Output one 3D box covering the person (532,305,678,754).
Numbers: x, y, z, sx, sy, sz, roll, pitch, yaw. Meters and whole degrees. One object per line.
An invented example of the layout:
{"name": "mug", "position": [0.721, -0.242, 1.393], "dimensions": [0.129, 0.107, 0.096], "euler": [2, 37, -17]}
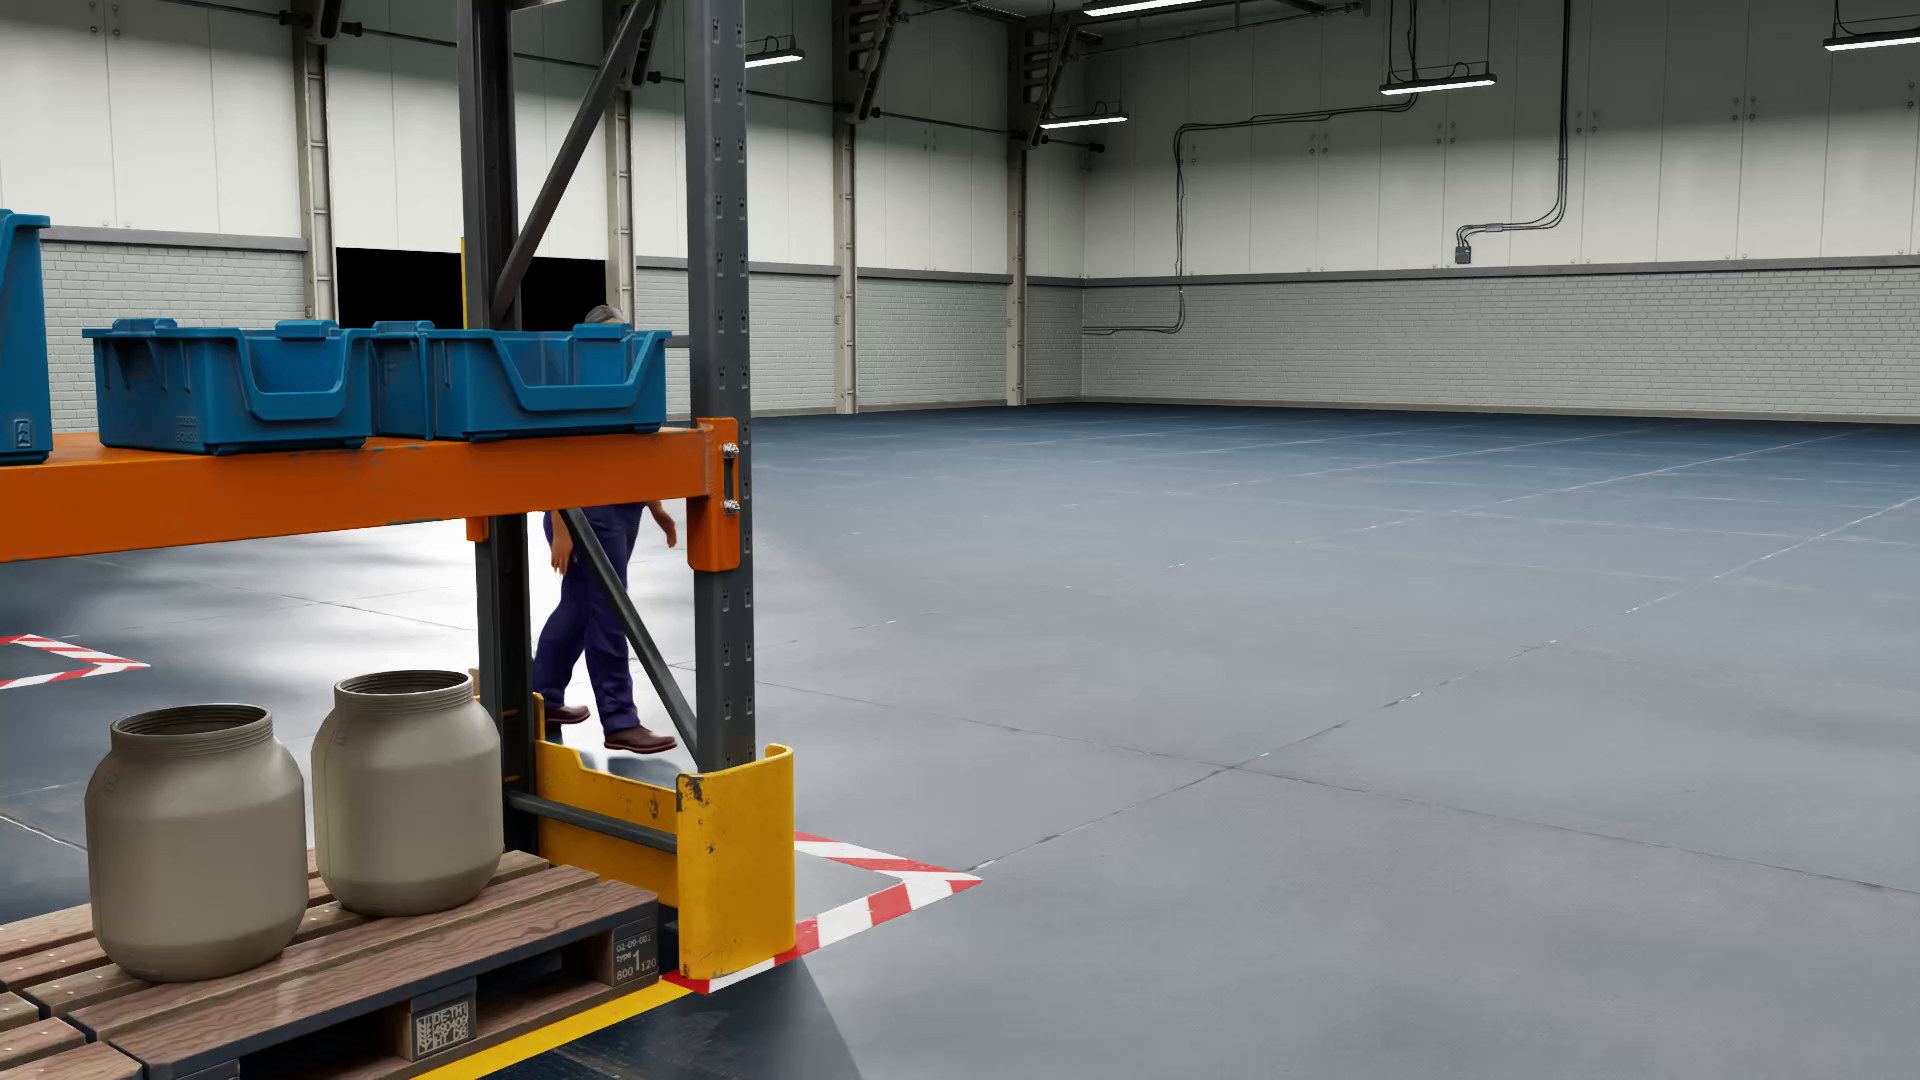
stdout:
{"name": "person", "position": [-1.359, -0.051, 6.197], "dimensions": [0.696, 1.630, 0.511], "euler": [1, 7, 11]}
